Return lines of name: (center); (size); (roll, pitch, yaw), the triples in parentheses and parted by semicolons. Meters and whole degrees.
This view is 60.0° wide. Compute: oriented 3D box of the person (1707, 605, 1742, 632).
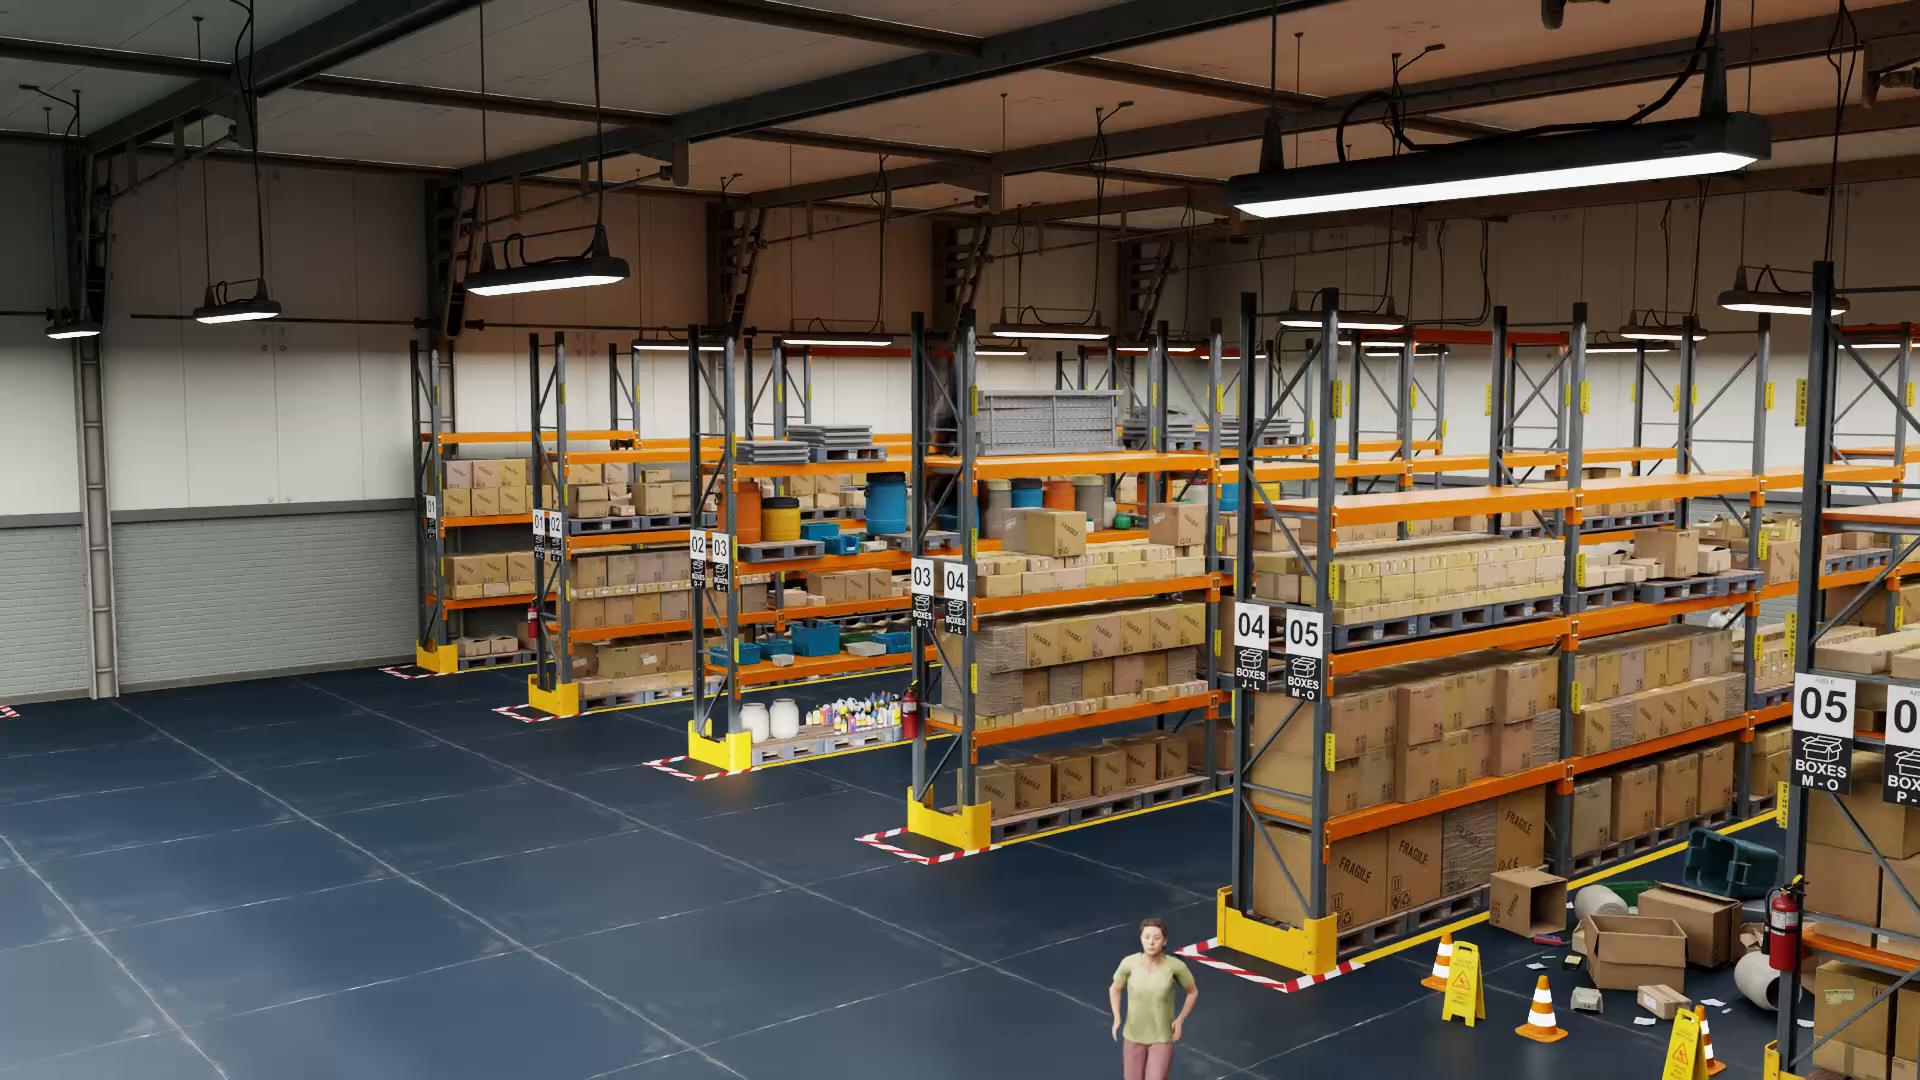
person: (12.783, 1.762, 27.873); (0.600, 1.651, 0.540); (4, 7, 40)

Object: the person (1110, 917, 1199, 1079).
person: (1.291, 3.335, 11.167); (0.595, 1.633, 0.725); (1, 5, 14)
